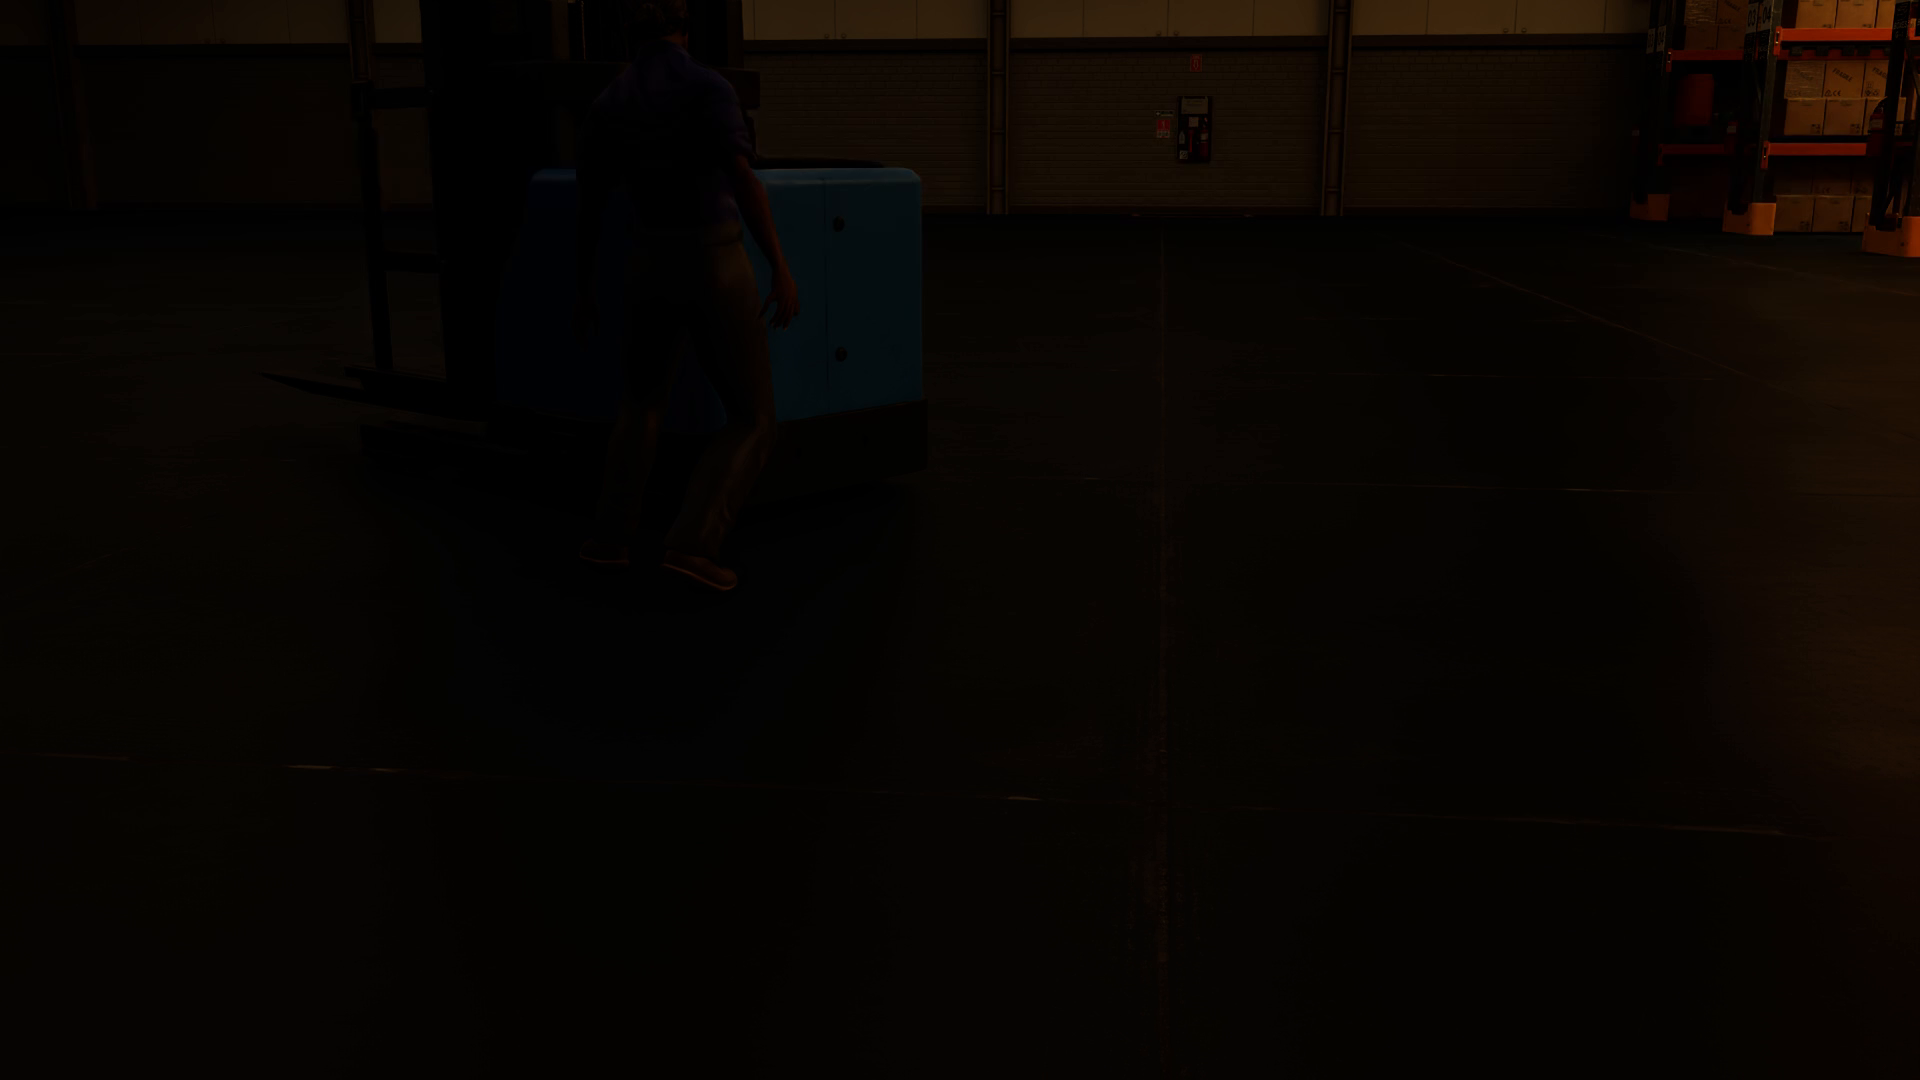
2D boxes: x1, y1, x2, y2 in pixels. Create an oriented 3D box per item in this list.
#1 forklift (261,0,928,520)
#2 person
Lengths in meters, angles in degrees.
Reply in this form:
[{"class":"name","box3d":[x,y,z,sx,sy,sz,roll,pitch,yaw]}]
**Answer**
[{"class":"forklift","box3d":[-1.558,-1.743,5.961,3.031,2.935,1.130,11,17,39]},{"class":"person","box3d":[-0.752,-0.662,4.345,0.818,1.599,0.472,8,15,30]}]
